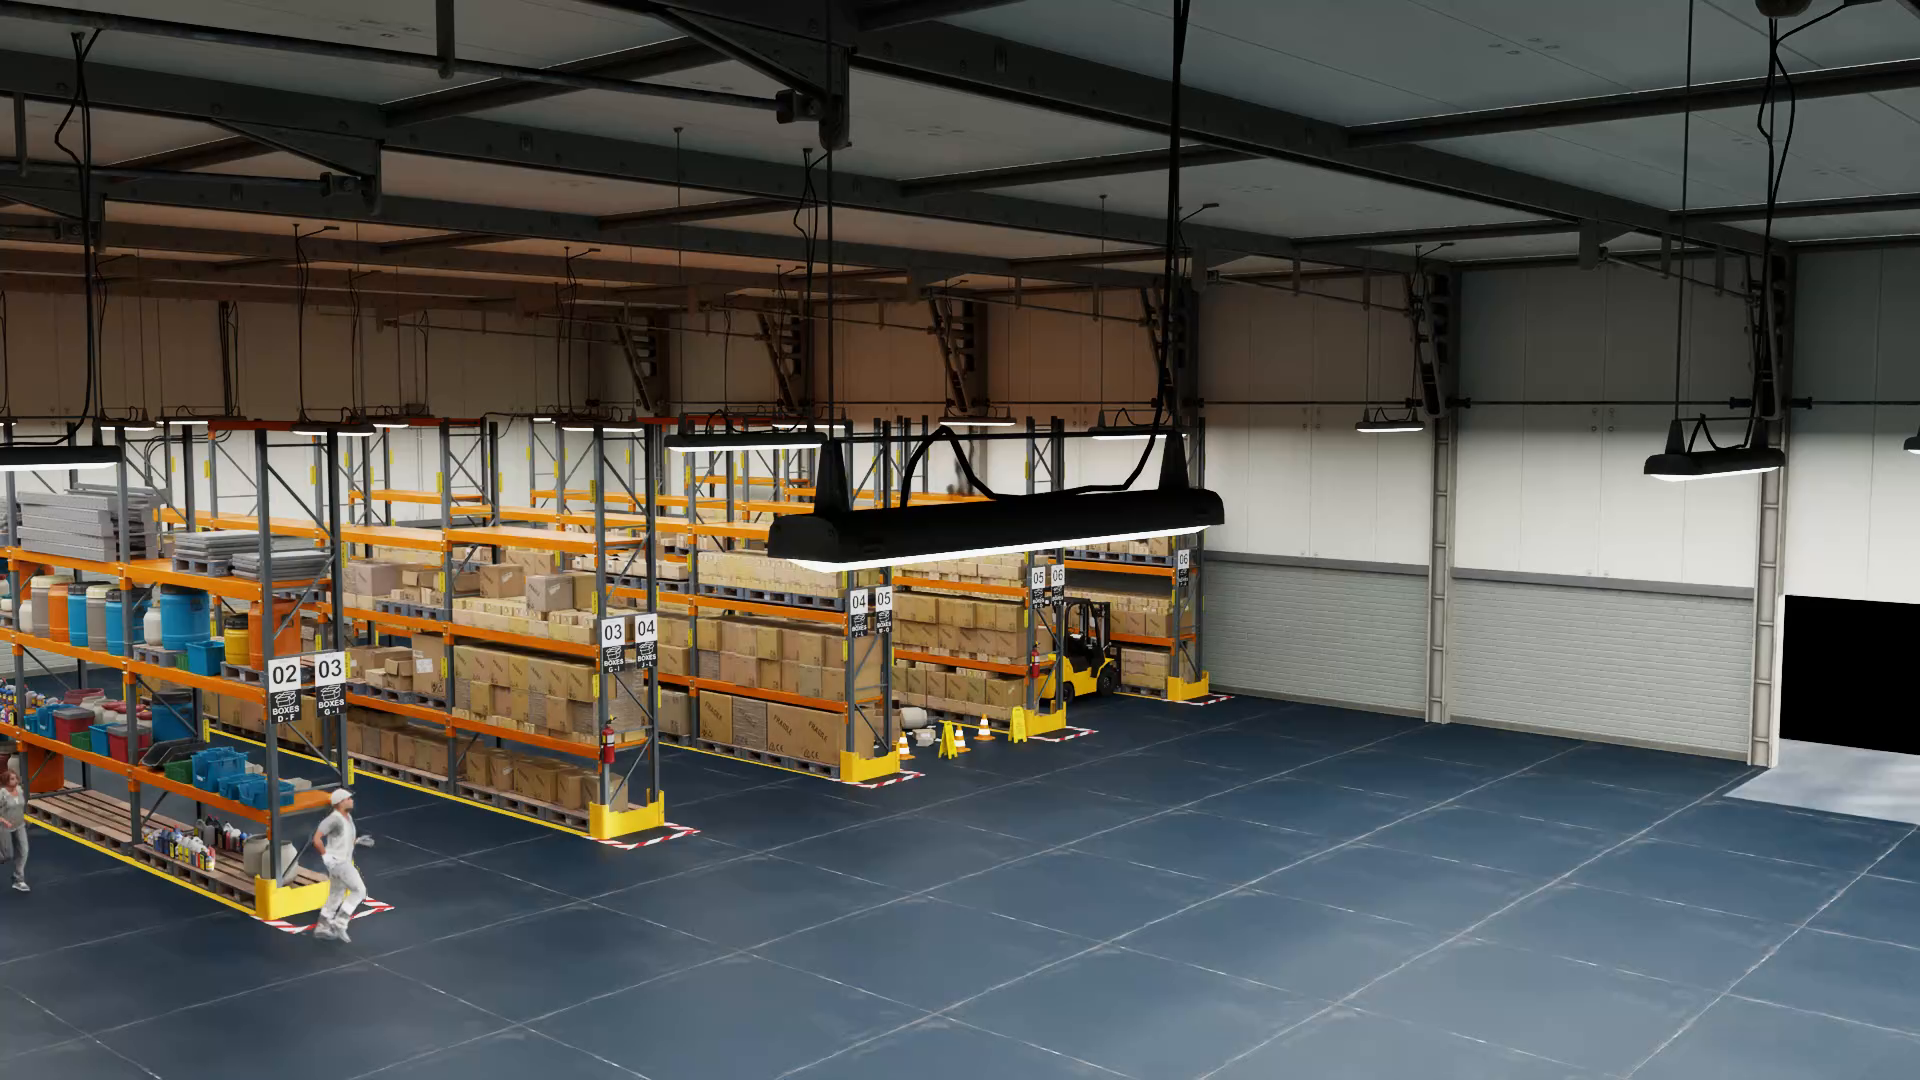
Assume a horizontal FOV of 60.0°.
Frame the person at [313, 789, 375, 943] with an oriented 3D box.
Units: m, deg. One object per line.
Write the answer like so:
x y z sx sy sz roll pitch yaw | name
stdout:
-7.269 3.817 19.617 0.695 1.783 0.643 -1 5 -15 | person

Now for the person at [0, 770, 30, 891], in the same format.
-12.402 3.772 21.629 0.761 1.552 0.529 2 5 24 | person
